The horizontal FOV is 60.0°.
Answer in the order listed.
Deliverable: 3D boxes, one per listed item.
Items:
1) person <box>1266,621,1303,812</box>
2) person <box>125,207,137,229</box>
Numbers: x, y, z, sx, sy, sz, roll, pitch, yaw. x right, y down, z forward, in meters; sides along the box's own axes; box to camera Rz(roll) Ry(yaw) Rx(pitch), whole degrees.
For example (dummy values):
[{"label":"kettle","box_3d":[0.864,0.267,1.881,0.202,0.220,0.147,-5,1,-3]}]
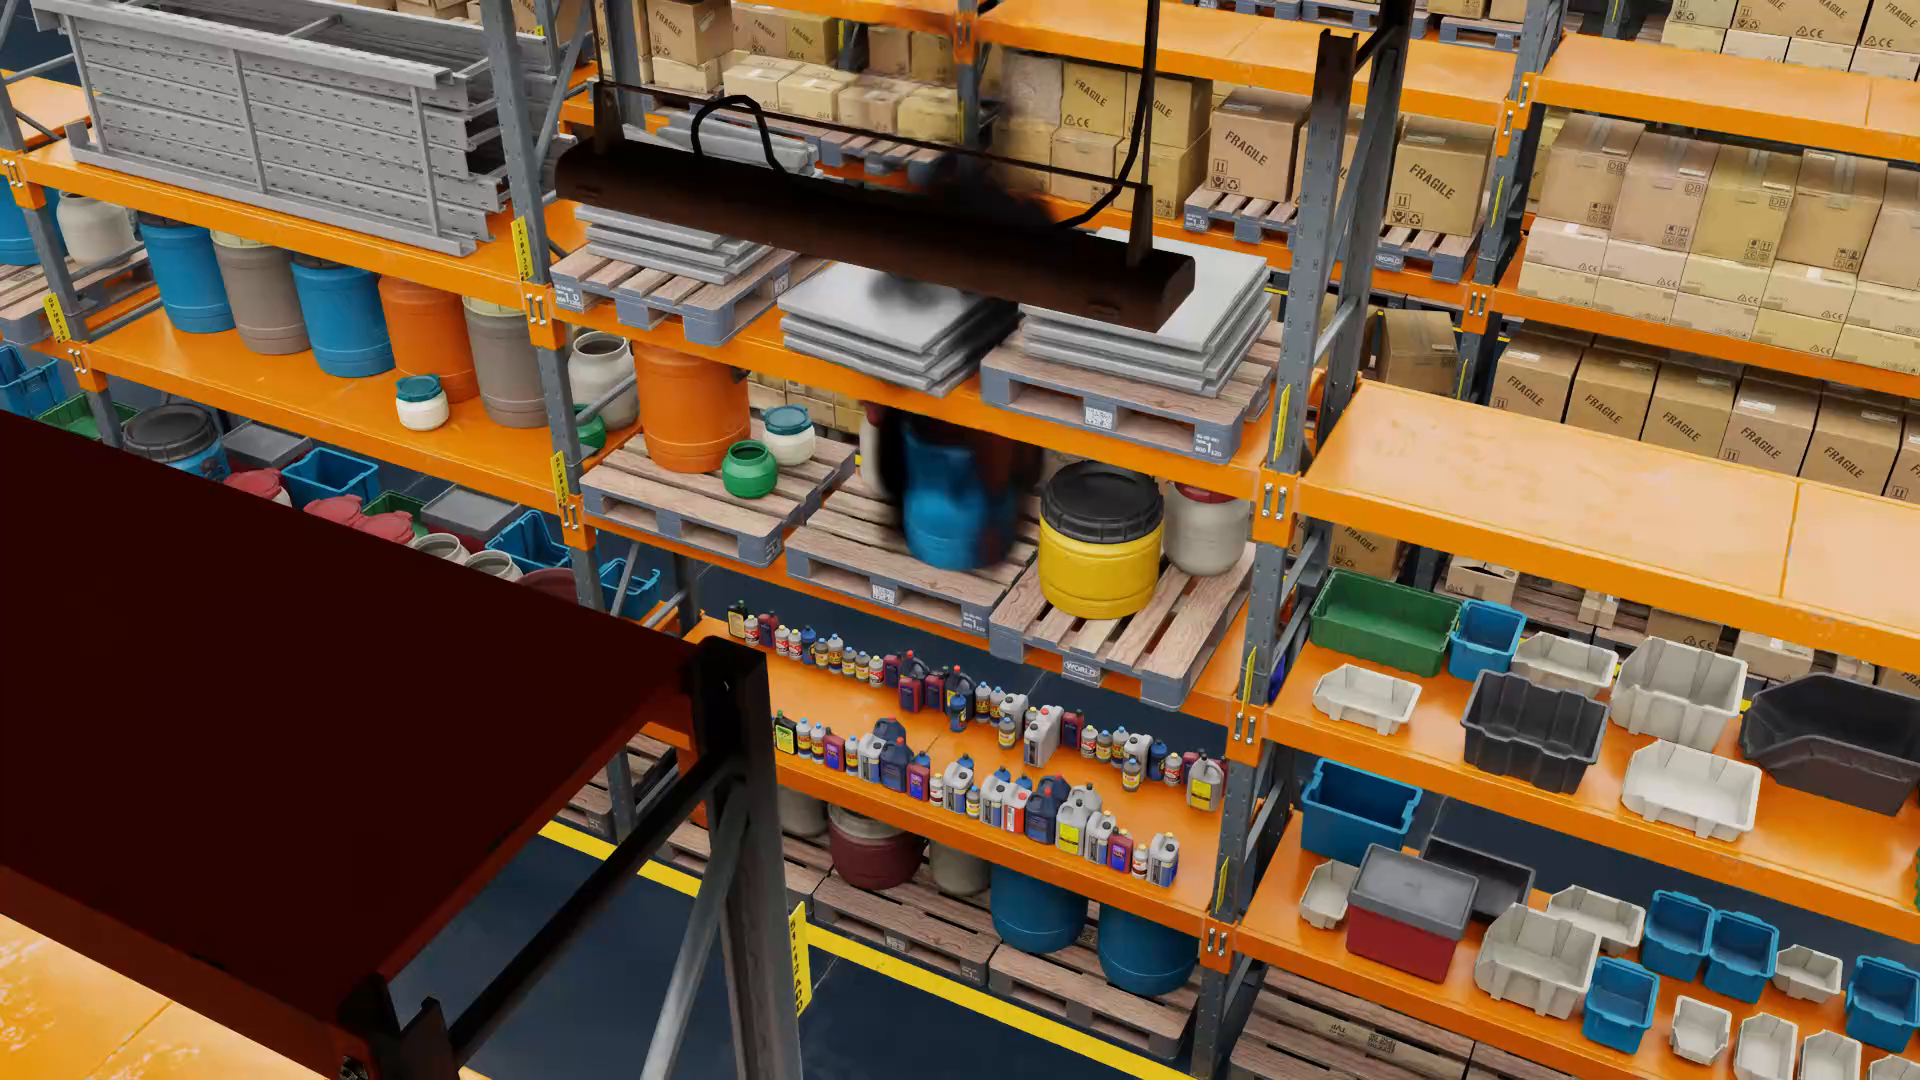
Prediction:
[{"label":"person","box_3d":[1.948,1.098,10.411,0.569,1.657,0.561,16,38,22]},{"label":"person","box_3d":[-9.264,-4.353,18.520,0.654,1.802,0.928,29,44,35]}]
